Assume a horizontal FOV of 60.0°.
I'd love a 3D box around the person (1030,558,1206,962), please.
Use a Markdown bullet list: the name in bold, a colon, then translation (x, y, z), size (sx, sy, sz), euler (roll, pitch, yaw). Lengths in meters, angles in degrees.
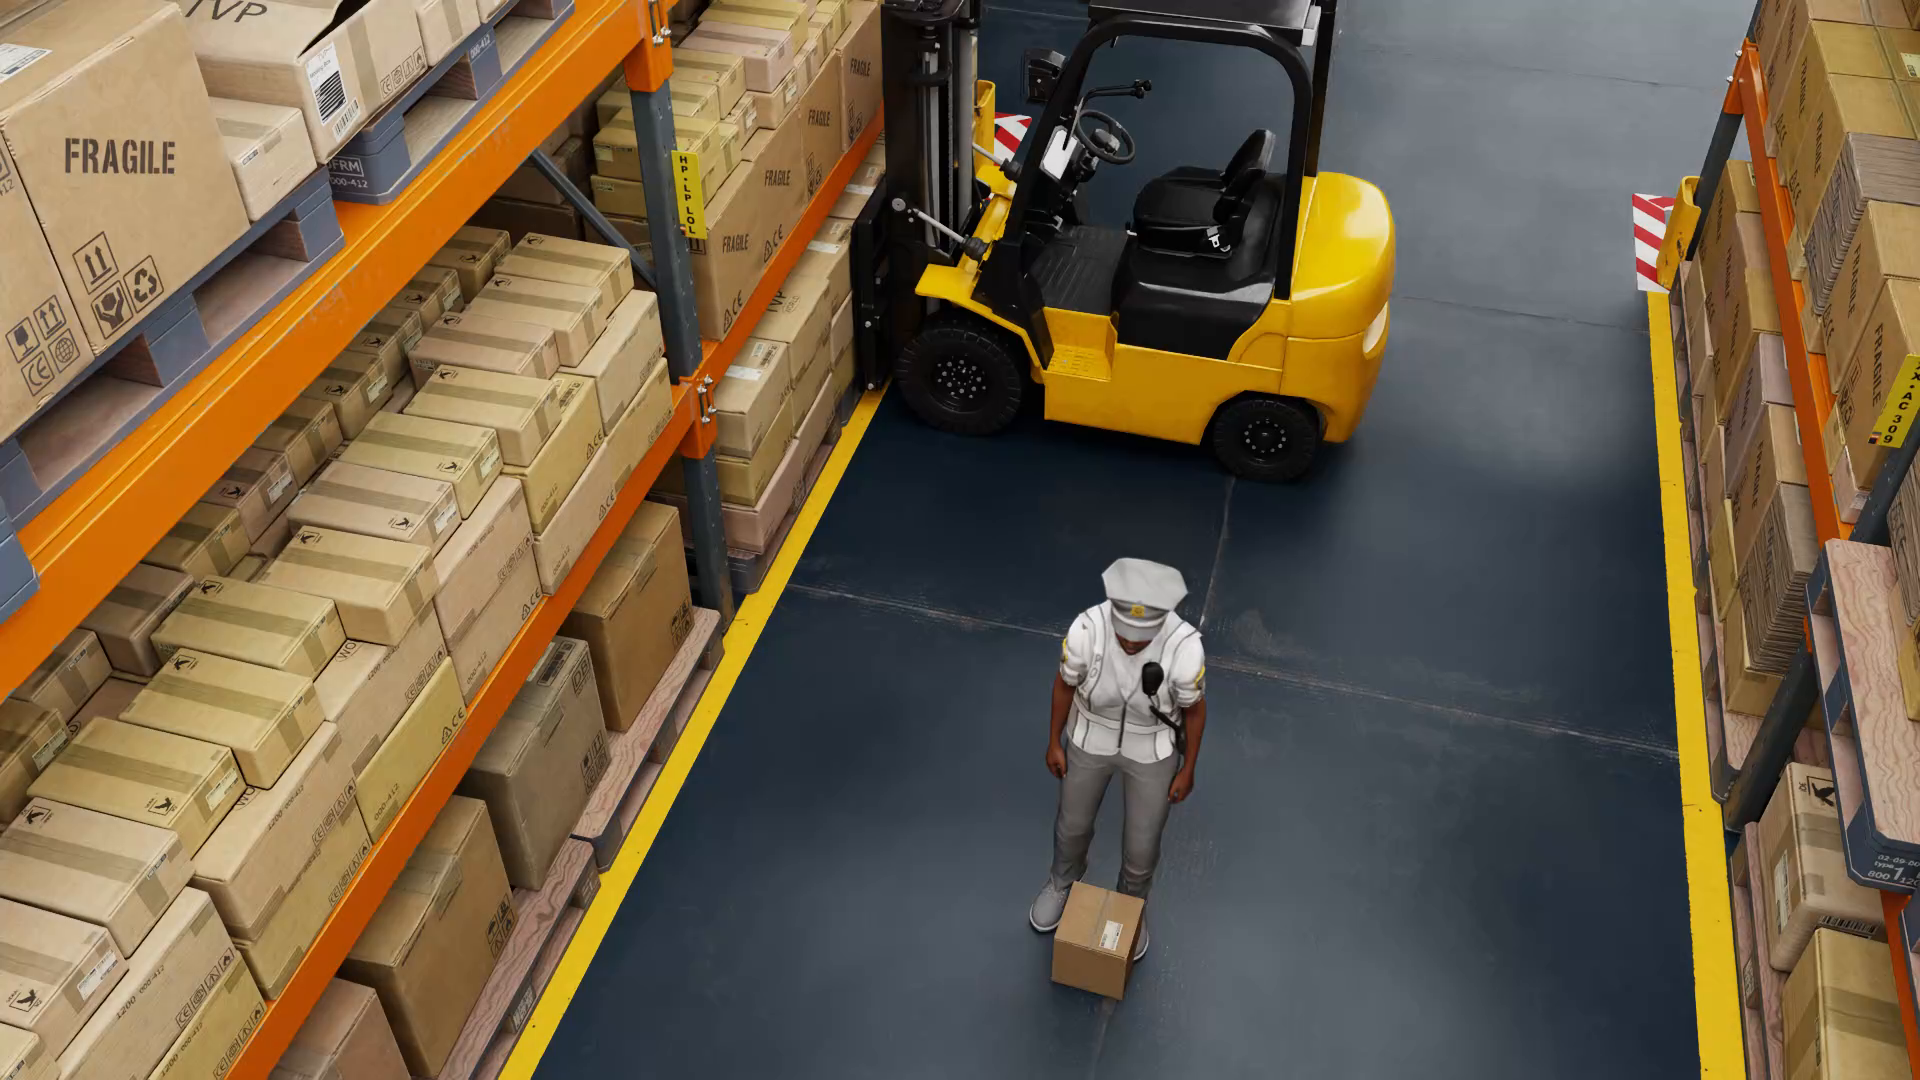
- **person**: translation (0.516, 0.691, 5.371), size (0.507, 1.659, 0.415), euler (10, 42, 11)
